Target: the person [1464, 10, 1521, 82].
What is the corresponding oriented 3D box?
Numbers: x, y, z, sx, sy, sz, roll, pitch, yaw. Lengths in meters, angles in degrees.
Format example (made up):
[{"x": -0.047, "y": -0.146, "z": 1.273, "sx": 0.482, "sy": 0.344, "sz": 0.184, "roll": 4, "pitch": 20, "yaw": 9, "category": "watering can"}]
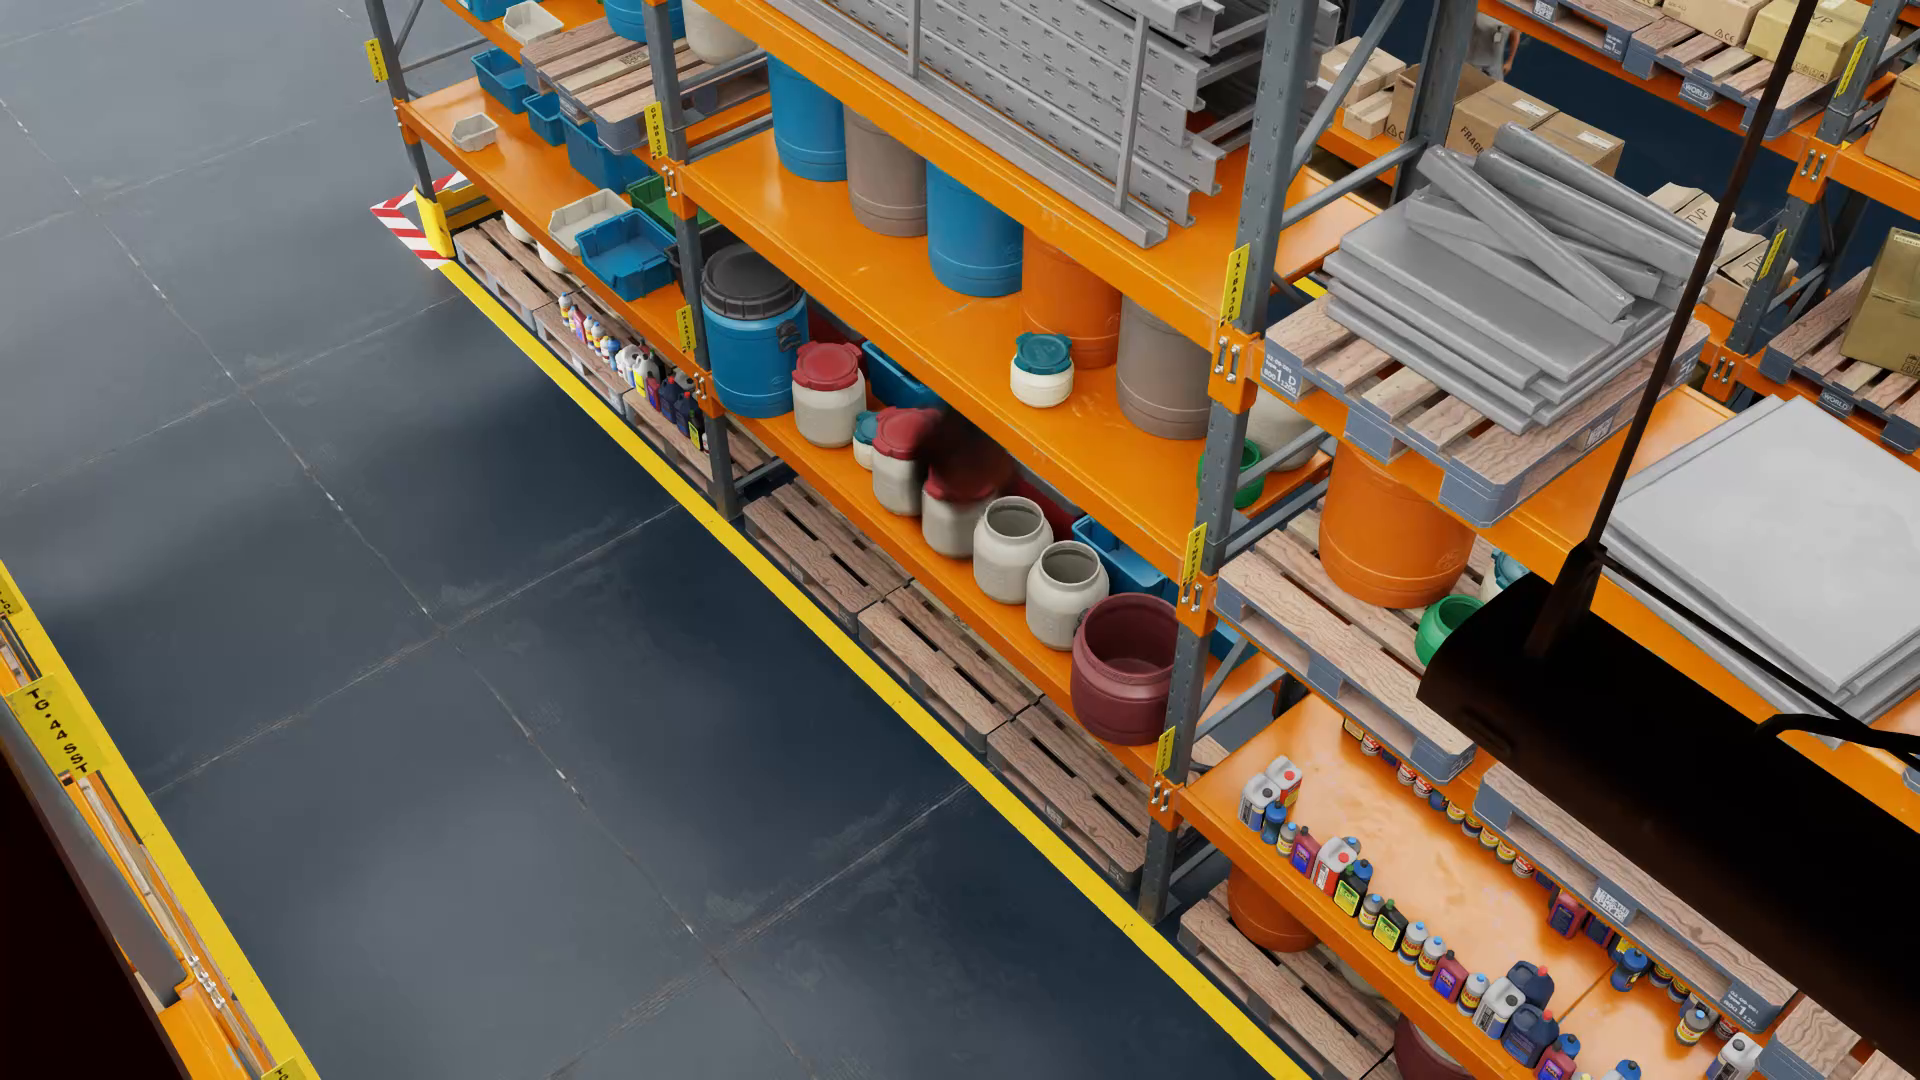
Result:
[{"x": 4.253, "y": -3.928, "z": 13.543, "sx": 0.434, "sy": 1.665, "sz": 0.523, "roll": -5, "pitch": 47, "yaw": -4, "category": "person"}]
